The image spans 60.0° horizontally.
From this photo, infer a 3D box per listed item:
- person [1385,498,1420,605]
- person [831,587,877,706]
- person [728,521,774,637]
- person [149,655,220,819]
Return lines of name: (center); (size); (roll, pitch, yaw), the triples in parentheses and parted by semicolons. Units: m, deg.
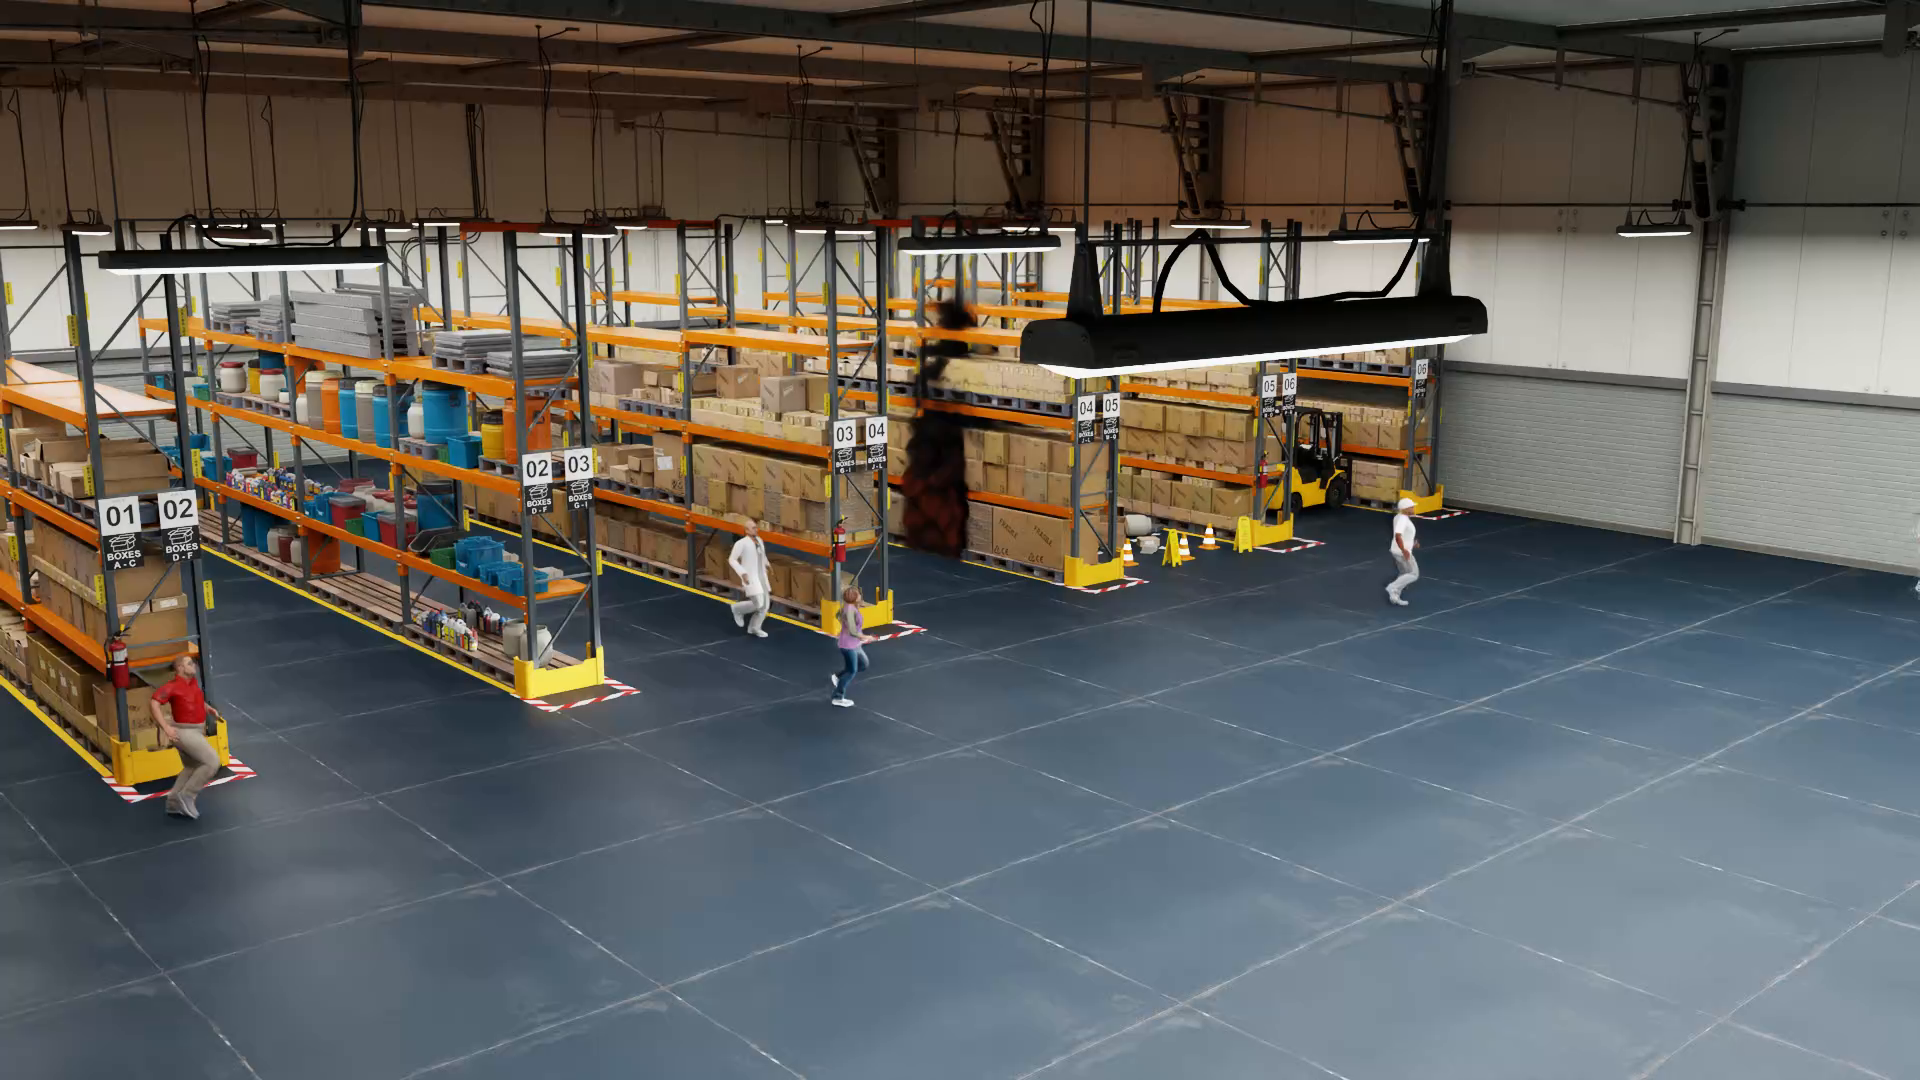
person: (7.092, 0.187, 26.576); (0.575, 1.728, 0.712); (0, 11, 1)
person: (-1.366, 1.348, 21.284); (0.599, 1.554, 0.569); (-1, 11, -4)
person: (-3.095, 0.589, 24.724); (0.640, 1.697, 0.709); (8, 14, 35)
person: (-8.093, 2.047, 17.495); (0.616, 1.689, 0.674); (-2, 12, -11)
